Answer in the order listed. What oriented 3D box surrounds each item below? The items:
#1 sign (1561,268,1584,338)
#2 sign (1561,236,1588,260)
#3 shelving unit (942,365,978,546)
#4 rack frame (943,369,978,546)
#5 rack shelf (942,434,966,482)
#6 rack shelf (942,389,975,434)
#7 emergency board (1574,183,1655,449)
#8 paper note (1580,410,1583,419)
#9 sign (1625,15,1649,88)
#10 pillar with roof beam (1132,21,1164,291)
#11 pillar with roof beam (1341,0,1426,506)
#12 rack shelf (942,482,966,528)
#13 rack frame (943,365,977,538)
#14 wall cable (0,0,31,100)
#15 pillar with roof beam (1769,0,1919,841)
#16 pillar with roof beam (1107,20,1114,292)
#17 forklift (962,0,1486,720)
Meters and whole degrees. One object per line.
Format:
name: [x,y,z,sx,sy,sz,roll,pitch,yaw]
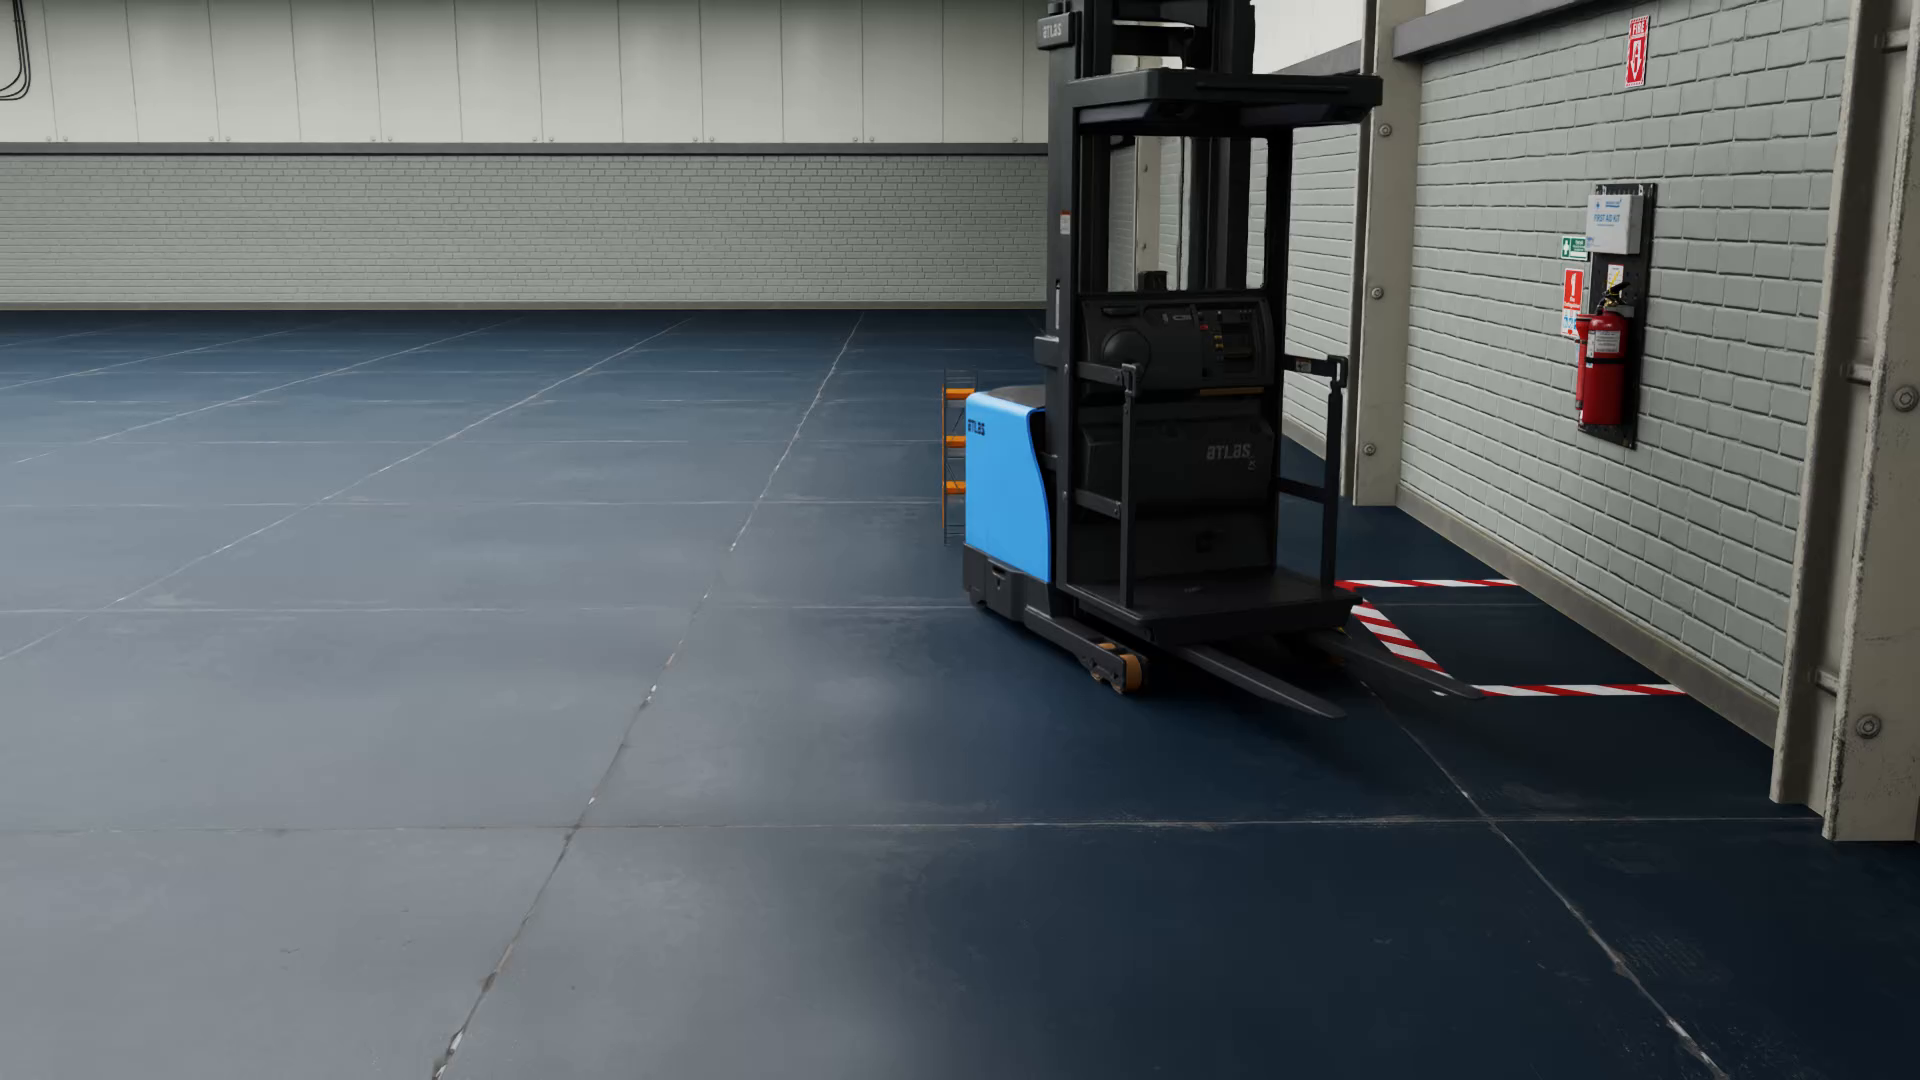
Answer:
sign: [3.011,-1.167,8.179,0.001,0.329,0.234,0,11,-1]
sign: [3.002,-1.426,8.122,0.001,0.109,0.331,0,11,-1]
shelving unit: [0.001,-0.504,9.902,0.215,1.050,0.252,0,11,-1]
rack frame: [0.004,-0.480,9.783,0.200,1.050,0.008,0,11,-1]
rack shelf: [0.001,-0.494,9.904,0.215,0.259,0.240,0,11,-1]
rack shelf: [0.001,-0.772,9.848,0.215,0.259,0.240,0,11,-1]
emergency board: [2.919,-1.040,7.639,0.194,1.169,0.643,0,11,-1]
paper note: [2.985,-0.643,7.901,0.016,0.148,0.142,0,11,-1]
sign: [3.019,-2.178,7.418,0.001,0.298,0.199,0,11,-1]
pillar with roof beam: [-1.744,-7.049,22.170,9.100,9.000,0.400,0,11,-1]
pillar with roof beam: [-1.496,-4.663,10.412,9.100,9.000,0.400,0,11,-1]
rack shelf: [0.001,-0.221,9.960,0.215,0.259,0.240,0,11,-1]
rack frame: [-0.001,-0.528,10.022,0.200,1.050,0.008,0,11,-1]
wall cable: [-18.304,-10.423,30.250,2.305,6.003,0.169,0,11,-1]
pillar with roof beam: [-1.372,-3.471,4.533,9.100,9.000,0.400,0,11,-1]
pillar with roof beam: [-1.868,-8.241,28.049,9.100,9.000,0.400,0,11,-1]
forklift: [1.044,-0.894,7.093,1.130,2.935,3.031,-5,12,-22]
